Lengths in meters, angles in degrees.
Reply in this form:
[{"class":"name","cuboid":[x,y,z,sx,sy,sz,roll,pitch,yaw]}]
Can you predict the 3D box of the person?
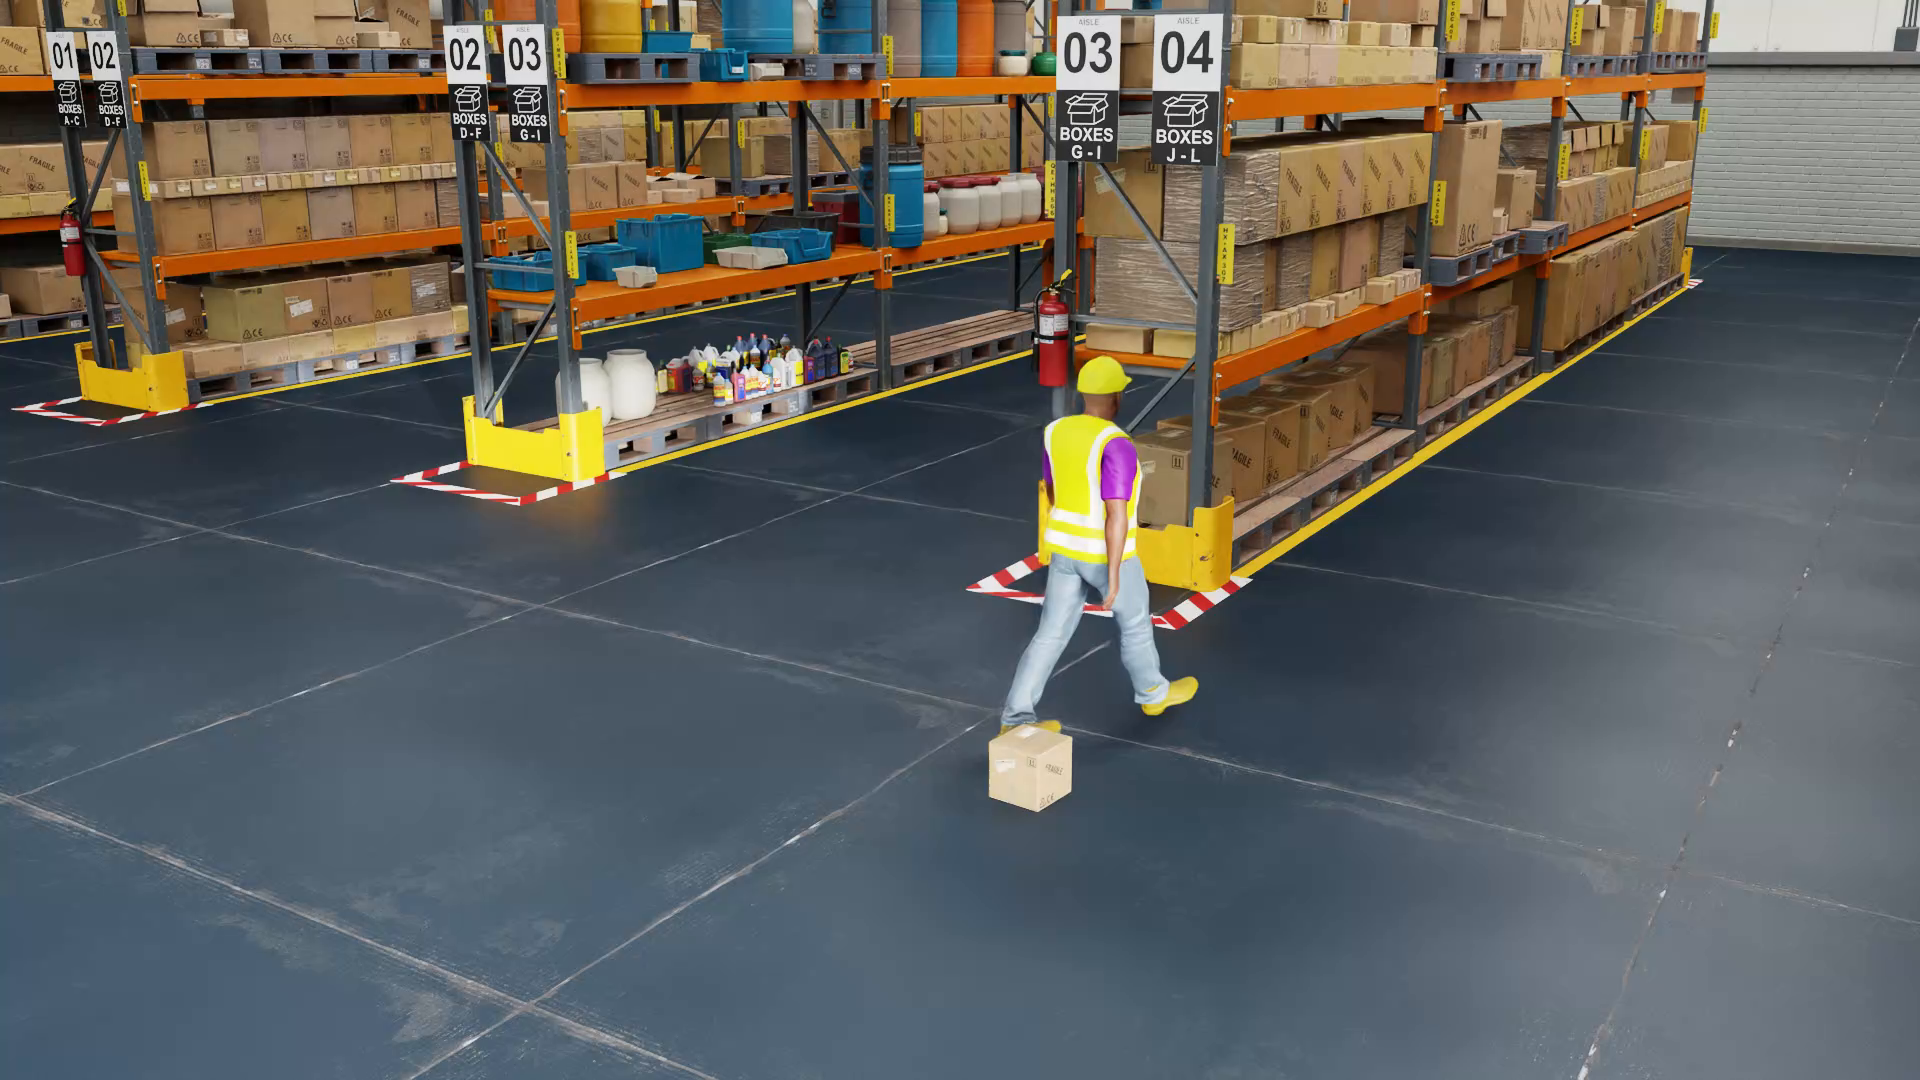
[{"class":"person","cuboid":[0.597,0.028,7.418,0.584,1.709,1.100,15,22,42]}]
